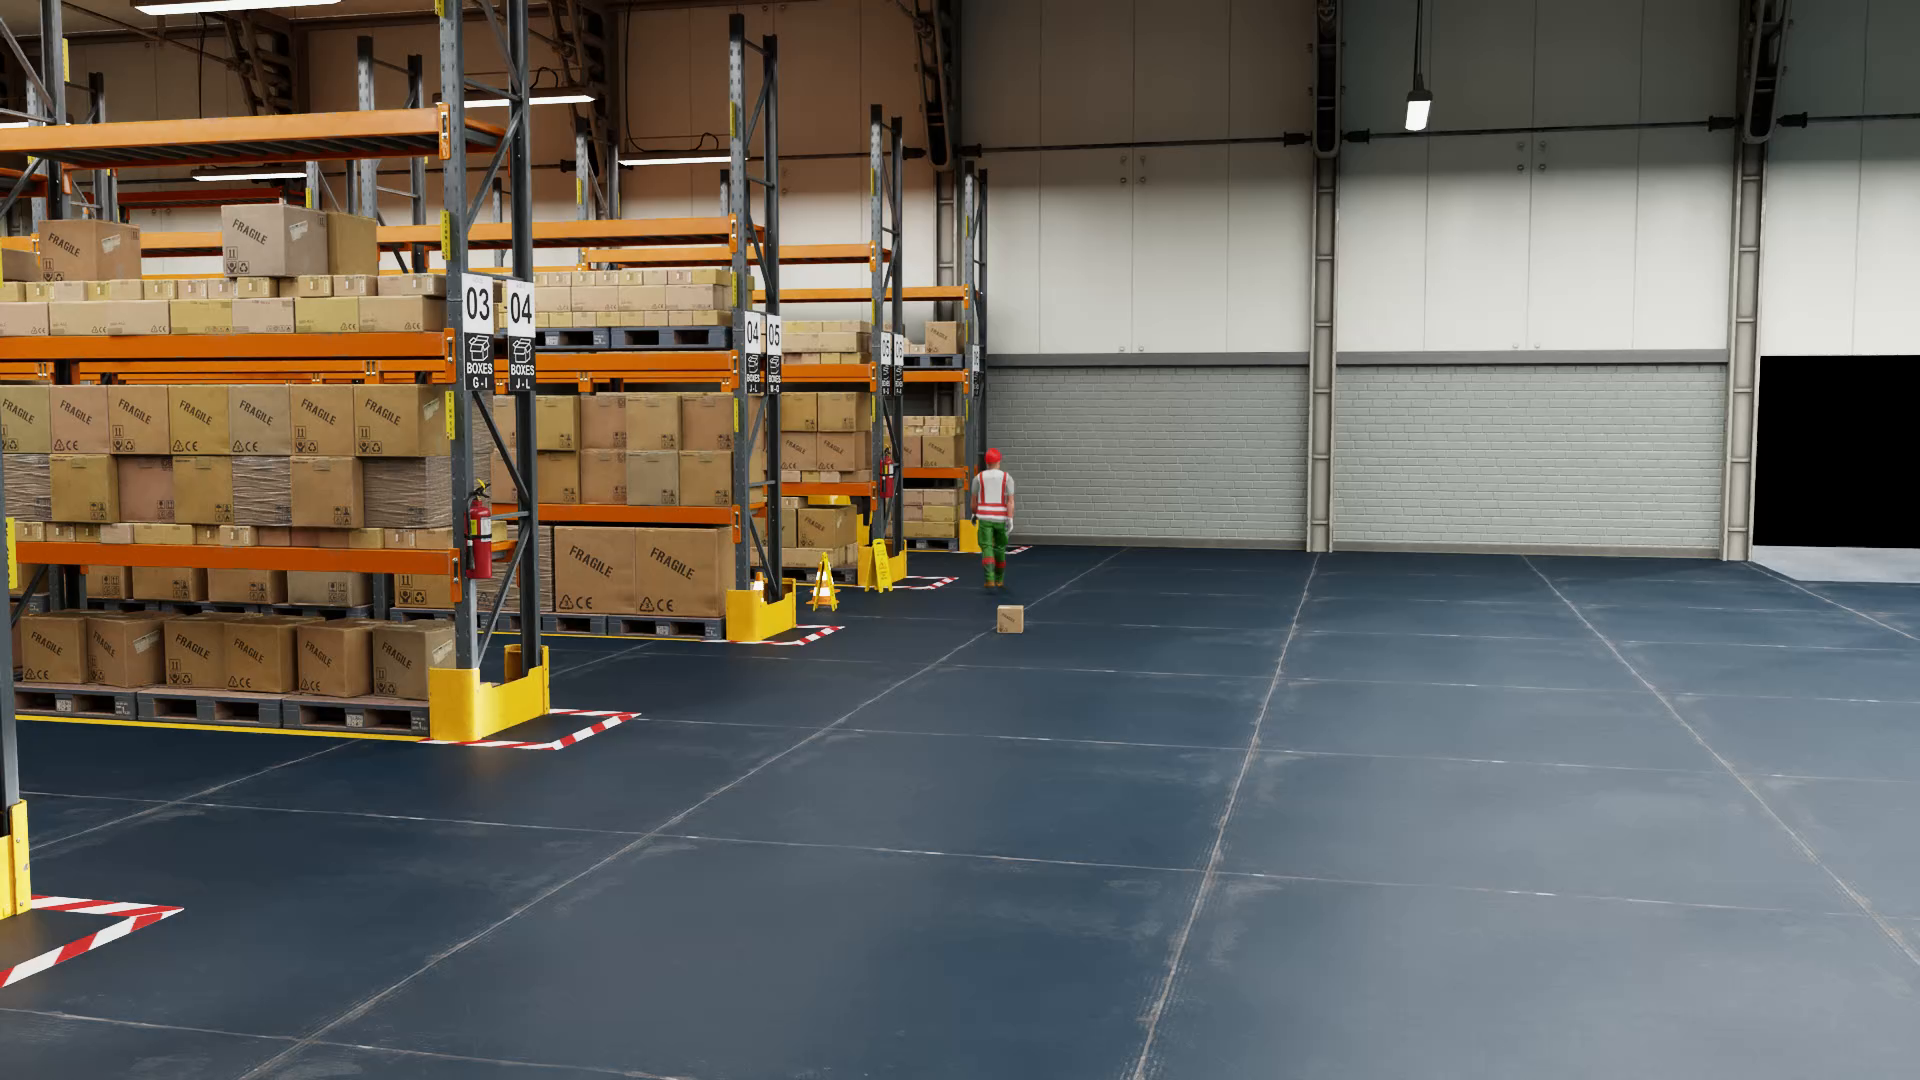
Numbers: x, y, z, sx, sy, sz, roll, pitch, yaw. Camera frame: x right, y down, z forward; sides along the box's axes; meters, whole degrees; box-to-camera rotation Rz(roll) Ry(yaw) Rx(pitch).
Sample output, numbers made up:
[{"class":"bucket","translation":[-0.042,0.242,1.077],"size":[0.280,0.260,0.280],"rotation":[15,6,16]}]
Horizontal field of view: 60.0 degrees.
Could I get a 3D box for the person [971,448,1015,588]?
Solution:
[{"class":"person","translation":[0.397,-0.264,20.512],"size":[0.527,1.743,1.057],"rotation":[0,5,-4]}]
